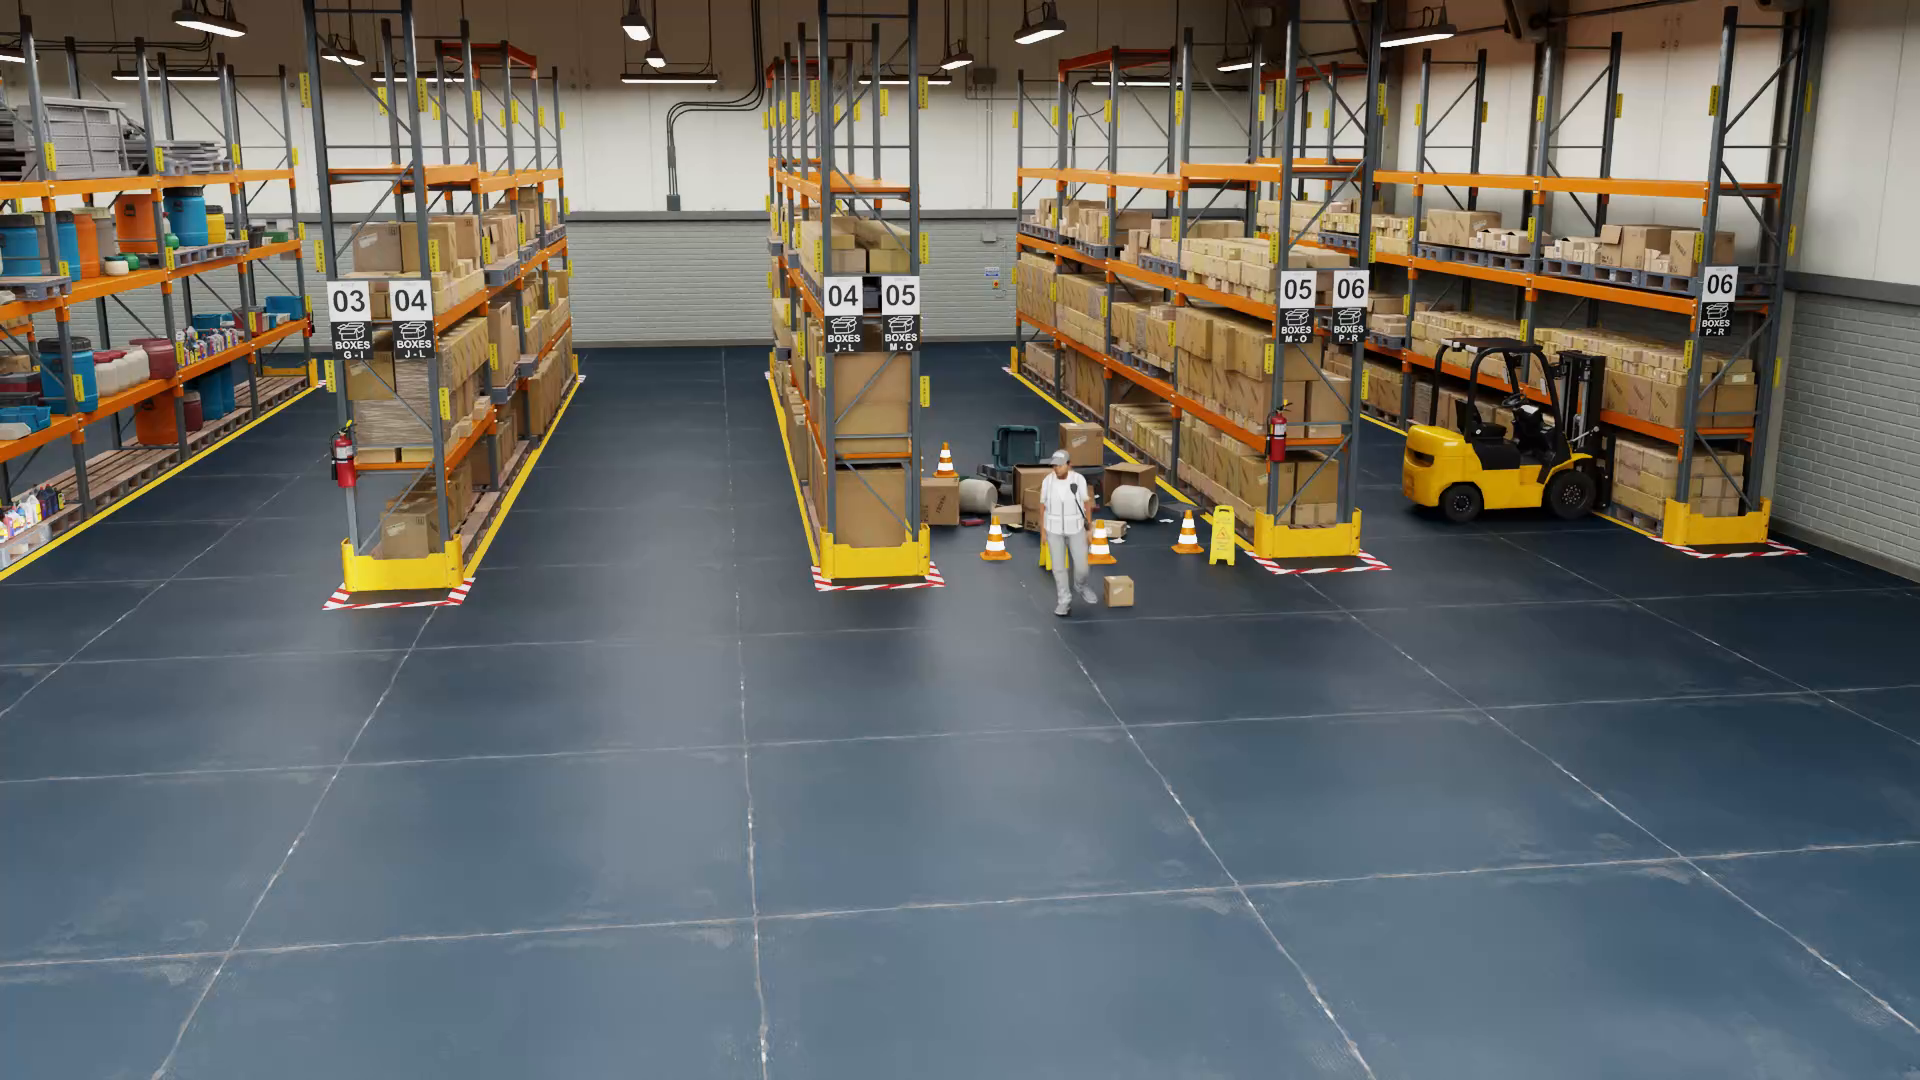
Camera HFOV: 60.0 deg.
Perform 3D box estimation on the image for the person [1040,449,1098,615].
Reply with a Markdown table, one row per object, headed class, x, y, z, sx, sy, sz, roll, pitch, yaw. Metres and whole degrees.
| class | x | y | z | sx | sy | sz | roll | pitch | yaw |
| --- | --- | --- | --- | --- | --- | --- | --- | --- | --- |
| person | 1.065 | -0.087 | 16.326 | 0.570 | 1.654 | 0.555 | 3 | 14 | 12 |
